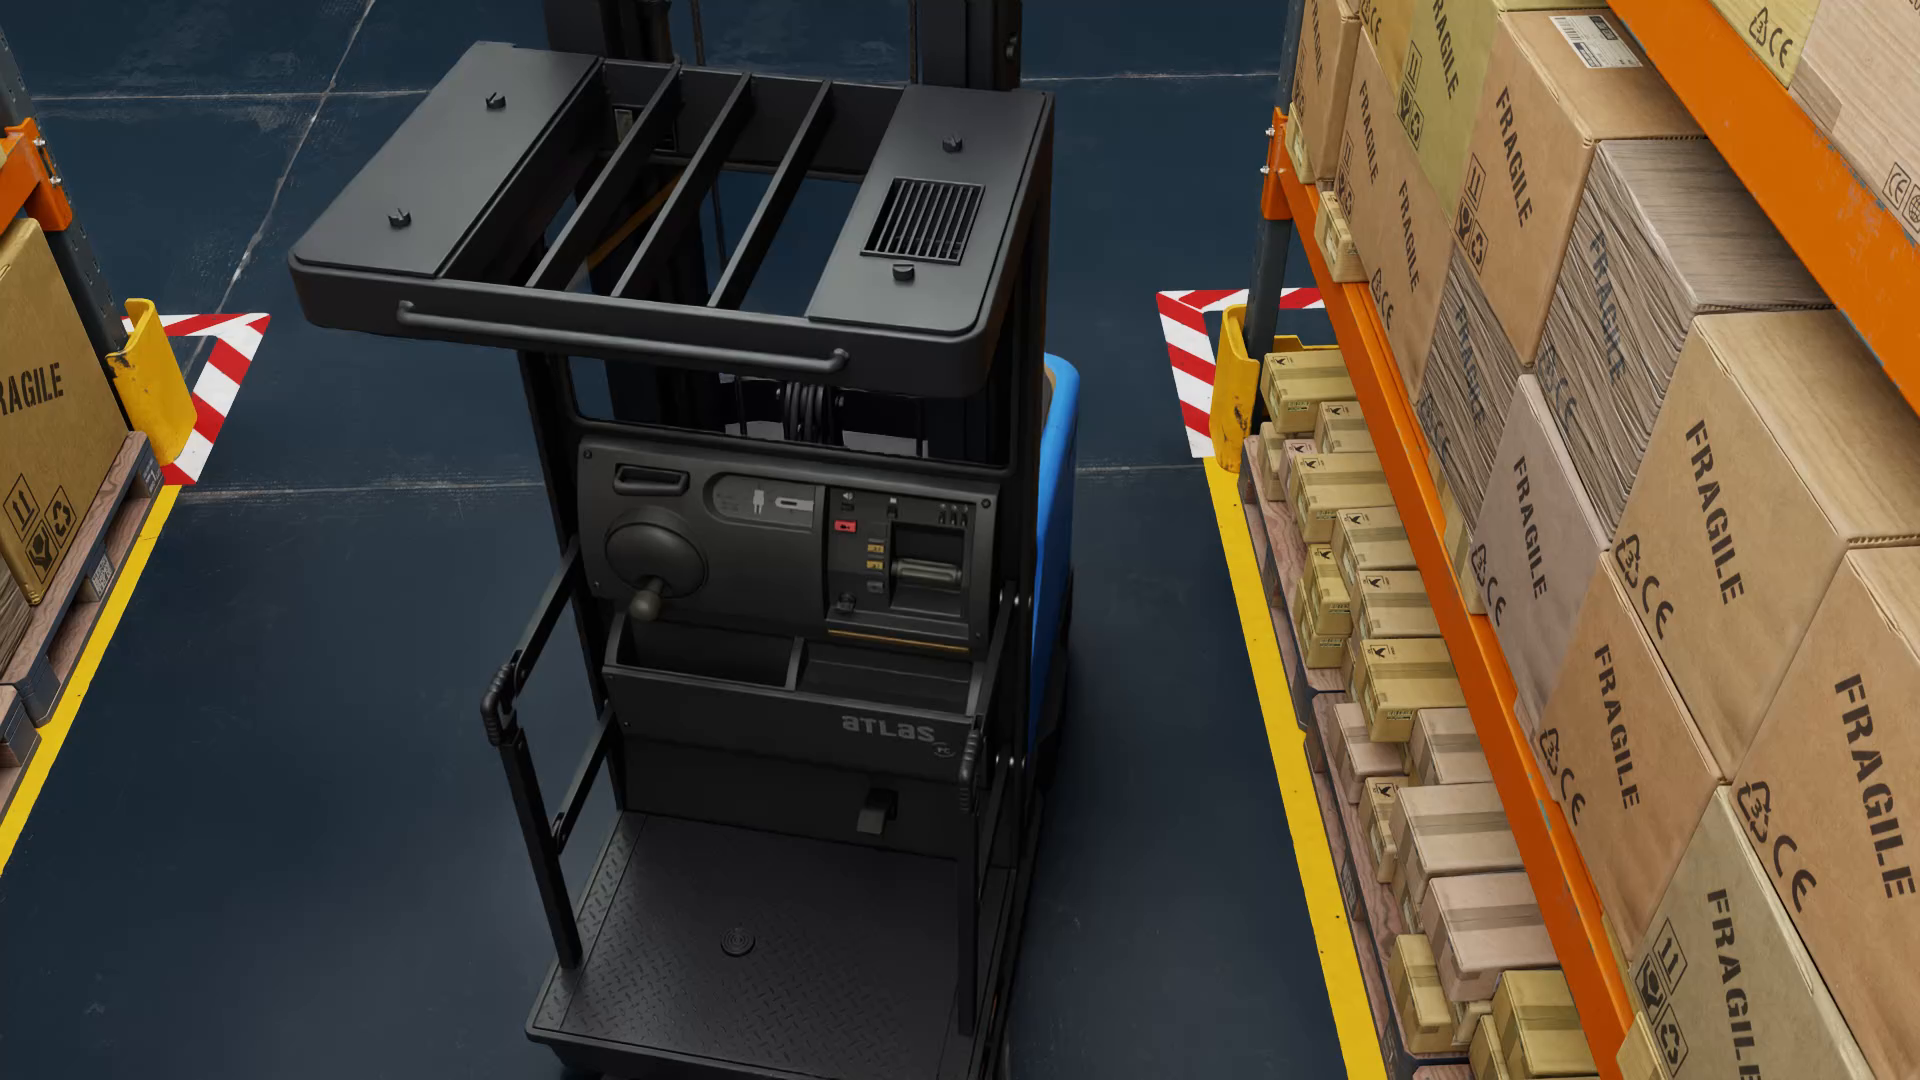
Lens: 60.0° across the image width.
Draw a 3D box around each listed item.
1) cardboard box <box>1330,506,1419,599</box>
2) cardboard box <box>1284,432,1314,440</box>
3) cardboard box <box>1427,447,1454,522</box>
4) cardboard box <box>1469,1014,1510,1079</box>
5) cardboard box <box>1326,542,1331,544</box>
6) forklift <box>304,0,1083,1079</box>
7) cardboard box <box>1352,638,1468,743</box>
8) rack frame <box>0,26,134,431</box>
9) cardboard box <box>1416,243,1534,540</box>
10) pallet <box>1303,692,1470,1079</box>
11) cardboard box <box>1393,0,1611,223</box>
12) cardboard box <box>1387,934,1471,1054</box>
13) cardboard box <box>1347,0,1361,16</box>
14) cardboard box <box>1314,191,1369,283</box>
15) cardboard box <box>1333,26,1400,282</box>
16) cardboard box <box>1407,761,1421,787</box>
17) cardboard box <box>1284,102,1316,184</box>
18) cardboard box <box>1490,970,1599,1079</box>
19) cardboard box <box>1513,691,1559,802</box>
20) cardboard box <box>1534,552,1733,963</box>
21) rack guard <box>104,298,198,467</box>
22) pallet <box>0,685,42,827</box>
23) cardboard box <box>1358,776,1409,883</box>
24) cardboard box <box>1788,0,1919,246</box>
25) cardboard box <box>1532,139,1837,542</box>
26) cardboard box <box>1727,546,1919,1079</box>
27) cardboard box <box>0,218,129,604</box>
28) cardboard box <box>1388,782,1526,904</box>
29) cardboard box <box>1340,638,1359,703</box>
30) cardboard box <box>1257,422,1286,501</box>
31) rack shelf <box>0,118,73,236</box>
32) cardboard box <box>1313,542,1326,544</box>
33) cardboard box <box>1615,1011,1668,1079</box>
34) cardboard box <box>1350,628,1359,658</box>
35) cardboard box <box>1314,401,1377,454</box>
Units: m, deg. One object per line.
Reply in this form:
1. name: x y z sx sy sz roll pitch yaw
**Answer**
1. cardboard box: 1.306 0.034 4.852 0.380 0.149 0.250 -4 43 -4
2. cardboard box: 1.282 -0.381 5.524 0.380 0.149 0.250 0 43 0
3. cardboard box: 1.319 -0.156 3.886 0.380 0.149 0.250 0 43 0
4. cardboard box: 1.389 1.220 3.778 0.380 0.149 0.250 -1 43 -1
5. cardboard box: 1.336 -0.031 5.143 0.380 0.149 0.250 -1 43 -1
6. forklift: -0.409 0.064 3.511 1.130 2.935 3.031 7 43 8
7. cardboard box: 1.274 0.400 4.453 0.380 0.149 0.250 -1 43 -1
8. rack frame: -3.444 -1.454 5.116 1.000 3.000 0.127 -2 43 -2
9. cardboard box: 1.343 -0.328 3.594 0.500 0.500 0.500 -3 43 -3
10. pallet: 1.567 0.922 4.588 1.003 0.211 1.213 -2 43 -2
11. cardboard box: 1.297 -1.040 3.631 0.500 0.500 0.500 -3 43 -3
12. cardboard box: 1.285 1.115 4.113 0.380 0.149 0.250 -2 43 -2
13. cardboard box: 1.270 -1.733 4.386 0.500 0.500 0.500 -2 43 -2
14. cardboard box: 1.212 -0.854 4.647 0.380 0.149 0.250 -3 43 -3
15. cardboard box: 1.307 -1.003 4.330 0.500 0.500 0.500 -2 43 -2
16. cardboard box: 1.399 0.686 4.361 0.380 0.149 0.250 0 43 0
17. cardboard box: 1.202 -1.208 5.033 0.380 0.149 0.250 -2 43 -2
18. cardboard box: 1.409 1.100 3.689 0.380 0.149 0.250 0 43 0
19. cardboard box: 1.340 0.369 3.314 0.380 0.149 0.250 -3 43 -4
20. cardboard box: 1.362 0.357 2.847 0.500 0.500 0.500 -3 43 -3
21. rack guard: -3.445 -0.549 5.979 1.175 0.500 0.348 -2 43 -2
22. pallet: -3.283 0.933 4.576 1.003 0.211 1.213 -2 43 -2
23. cardboard box: 1.297 0.775 4.484 0.380 0.149 0.250 -2 43 -2
24. cardboard box: 1.385 -0.539 2.010 0.500 0.250 0.500 -2 43 -2
25. cardboard box: 1.361 -0.347 2.875 0.500 0.500 0.500 -1 43 -1
26. cardboard box: 1.395 0.347 2.117 0.500 0.500 0.500 -3 43 -3
27. cardboard box: -3.337 -0.396 5.224 0.875 0.875 0.875 -2 43 -2
28. cardboard box: 1.282 0.738 4.084 0.380 0.149 0.250 -3 43 -3
29. cardboard box: 1.336 0.418 4.873 0.380 0.149 0.250 -2 43 -2
30. cardboard box: 1.218 -0.269 5.623 0.380 0.149 0.250 -1 43 -1
31. rack shelf: -3.359 0.161 3.887 1.077 0.370 4.000 -2 43 -2
32. cardboard box: 1.328 0.073 5.250 0.380 0.149 0.250 -1 43 -1
33. cardboard box: 1.320 0.908 2.726 0.380 0.149 0.250 -3 43 -3
34. cardboard box: 1.344 0.321 4.759 0.380 0.149 0.250 -4 43 -4
35. cardboard box: 1.330 -0.305 5.222 0.380 0.149 0.250 -1 43 -1
